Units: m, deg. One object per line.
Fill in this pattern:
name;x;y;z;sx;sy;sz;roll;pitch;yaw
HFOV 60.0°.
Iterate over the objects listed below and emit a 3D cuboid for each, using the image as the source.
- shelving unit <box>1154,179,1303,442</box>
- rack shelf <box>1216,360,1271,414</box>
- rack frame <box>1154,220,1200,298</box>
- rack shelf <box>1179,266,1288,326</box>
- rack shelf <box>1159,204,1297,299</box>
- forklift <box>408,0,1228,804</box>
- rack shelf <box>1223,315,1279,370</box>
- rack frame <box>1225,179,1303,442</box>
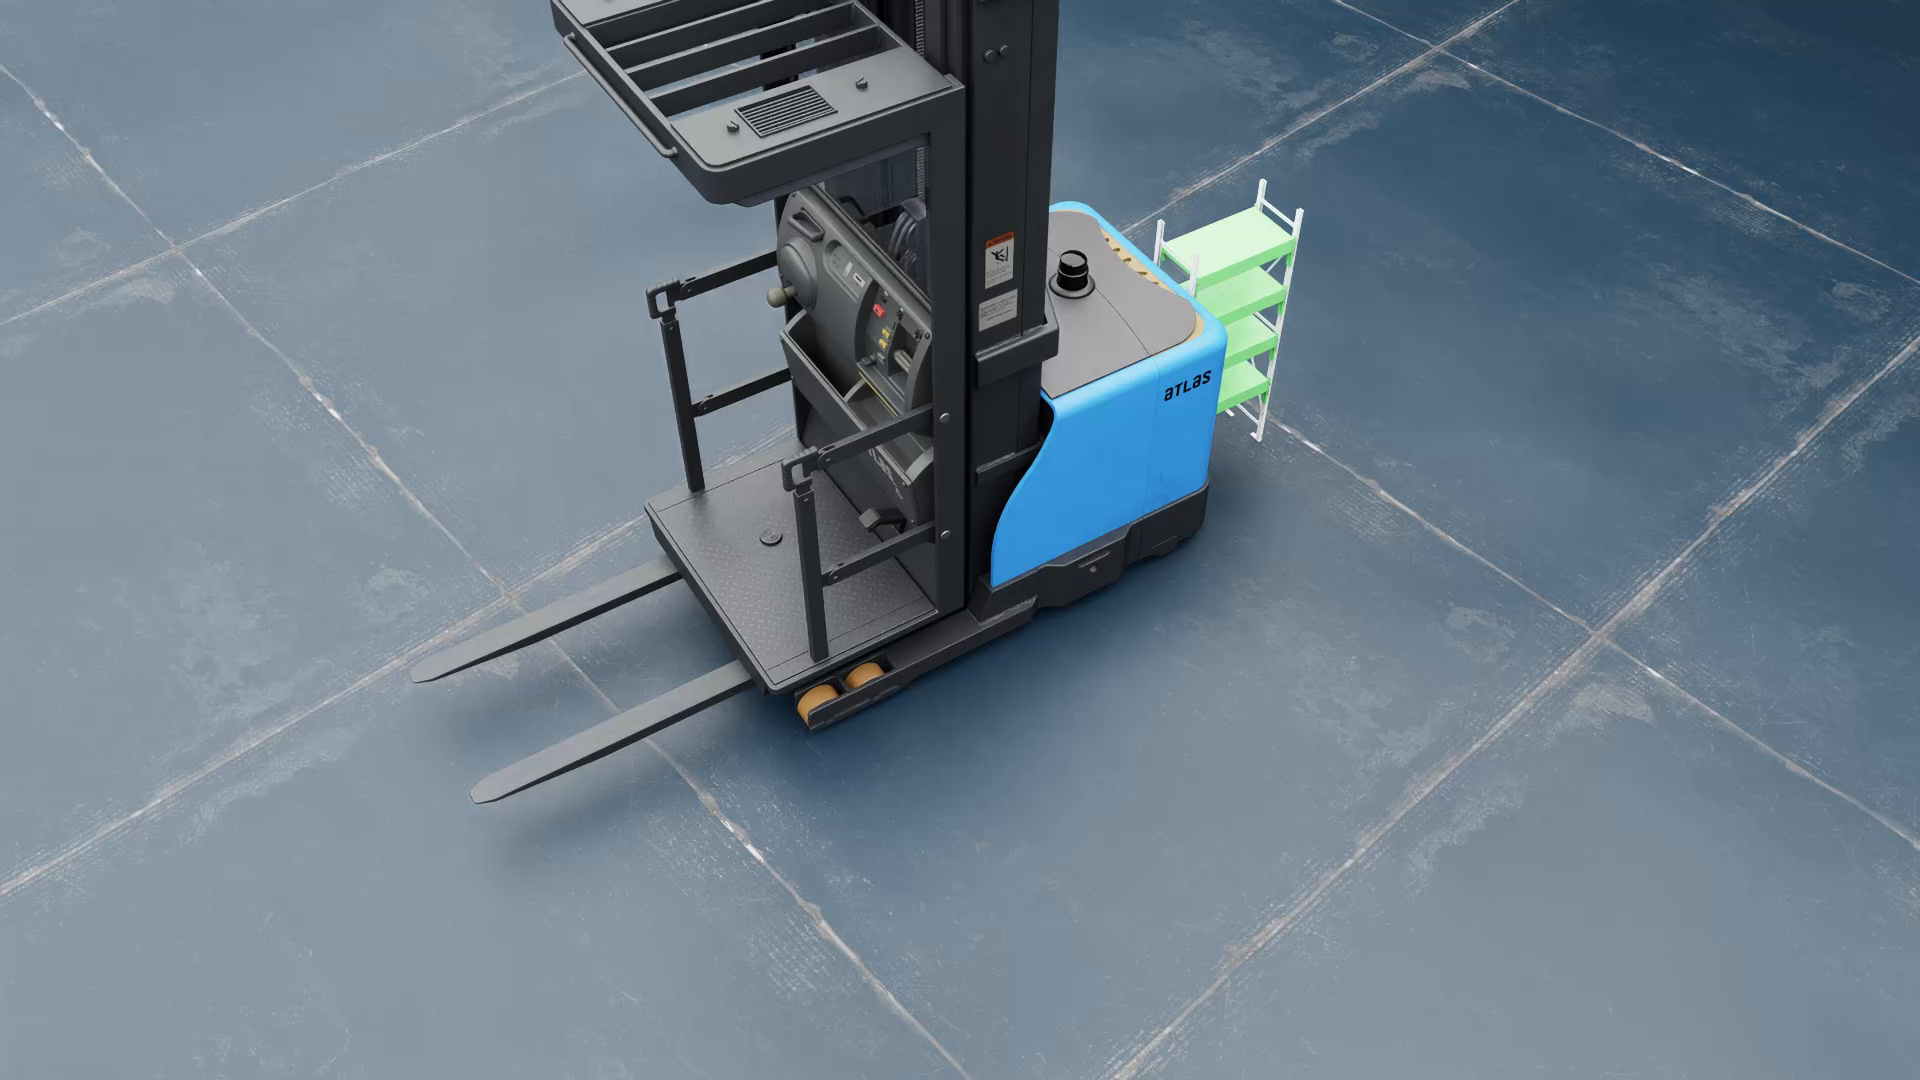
shelving unit;1.017;-0.810;6.681;0.503;1.200;0.258;-25;52;-21
rack shelf;1.017;-0.604;6.904;0.480;0.148;0.258;-25;52;-21
rack frame;0.810;-0.715;6.593;0.015;1.200;0.240;-25;52;-21
rack shelf;1.017;-0.929;6.551;0.480;0.148;0.258;-25;52;-21
rack shelf;1.017;-1.092;6.375;0.480;0.148;0.258;-25;52;-21
forklift;-0.534;-0.748;5.446;3.031;2.935;1.130;-25;52;-21
rack shelf;1.017;-0.766;6.728;0.480;0.148;0.258;-25;52;-21
rack frame;1.224;-0.905;6.769;0.015;1.200;0.240;-25;52;-21
